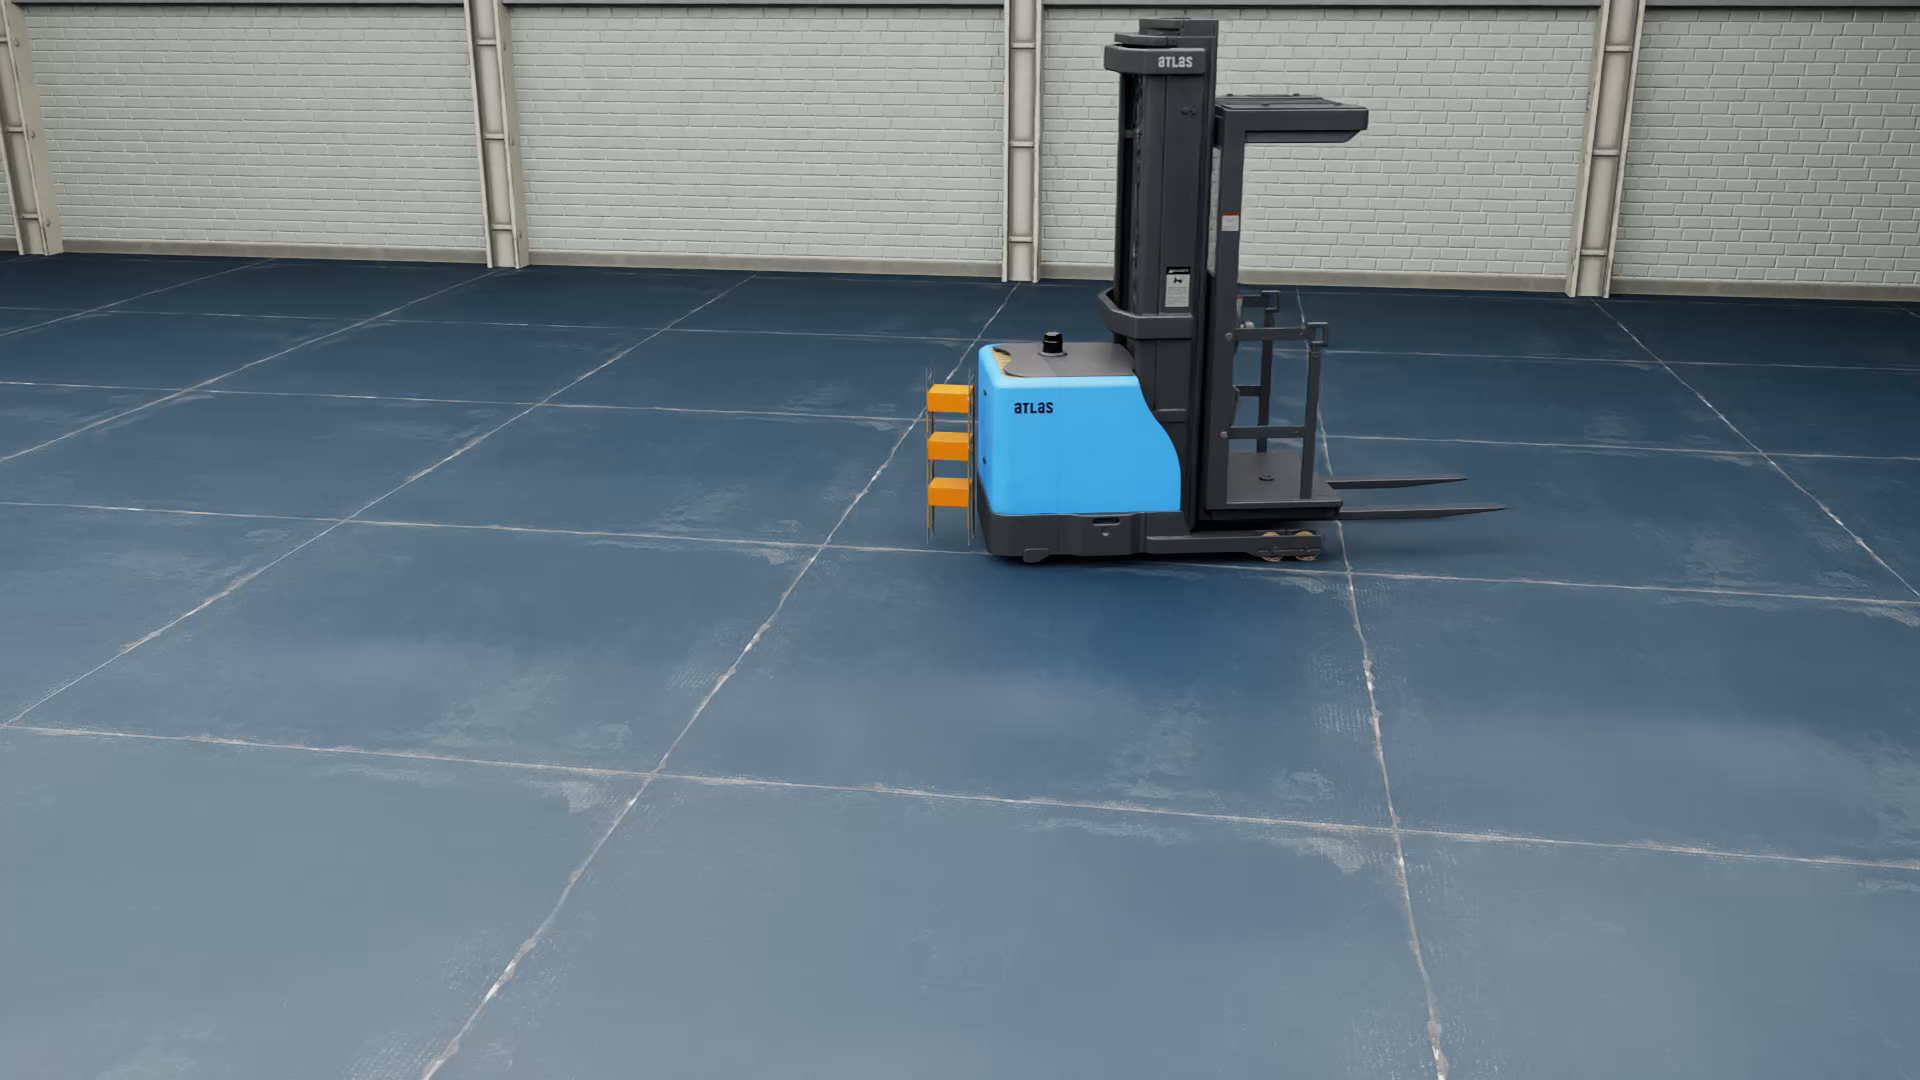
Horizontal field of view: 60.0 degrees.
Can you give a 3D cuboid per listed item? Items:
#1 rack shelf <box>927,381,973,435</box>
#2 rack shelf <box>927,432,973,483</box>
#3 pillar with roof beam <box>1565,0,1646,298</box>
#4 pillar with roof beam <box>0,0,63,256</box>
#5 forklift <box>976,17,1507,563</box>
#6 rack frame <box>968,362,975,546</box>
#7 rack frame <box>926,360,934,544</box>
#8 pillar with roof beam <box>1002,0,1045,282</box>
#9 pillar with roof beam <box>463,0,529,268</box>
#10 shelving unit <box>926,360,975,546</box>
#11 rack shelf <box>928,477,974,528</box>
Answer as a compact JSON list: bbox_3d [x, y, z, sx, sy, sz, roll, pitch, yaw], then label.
[{"bbox_3d":[-0.053,-0.760,9.558,0.240,0.259,0.215,3,19,9],"label":"rack shelf"},{"bbox_3d":[-0.053,-0.491,9.648,0.240,0.259,0.215,3,19,9],"label":"rack shelf"},{"bbox_3d":[5.921,-5.503,12.069,0.400,9.000,9.100,3,19,9],"label":"pillar with roof beam"},{"bbox_3d":[-11.851,-6.409,14.776,0.400,9.000,9.100,3,19,9],"label":"pillar with roof beam"},{"bbox_3d":[1.642,-1.432,9.463,3.031,2.935,1.130,-1,19,-4],"label":"forklift"},{"bbox_3d":[0.068,-0.494,9.626,0.008,1.050,0.200,3,19,9],"label":"rack frame"},{"bbox_3d":[-0.173,-0.507,9.663,0.008,1.050,0.200,3,19,9],"label":"rack frame"},{"bbox_3d":[-0.003,-5.805,12.971,0.400,9.000,9.100,3,19,9],"label":"pillar with roof beam"},{"bbox_3d":[-5.927,-6.107,13.874,0.400,9.000,9.100,3,19,9],"label":"pillar with roof beam"},{"bbox_3d":[-0.053,-0.501,9.645,0.252,1.050,0.215,3,19,9],"label":"shelving unit"},{"bbox_3d":[-0.053,-0.227,9.736,0.240,0.259,0.215,3,19,9],"label":"rack shelf"}]
